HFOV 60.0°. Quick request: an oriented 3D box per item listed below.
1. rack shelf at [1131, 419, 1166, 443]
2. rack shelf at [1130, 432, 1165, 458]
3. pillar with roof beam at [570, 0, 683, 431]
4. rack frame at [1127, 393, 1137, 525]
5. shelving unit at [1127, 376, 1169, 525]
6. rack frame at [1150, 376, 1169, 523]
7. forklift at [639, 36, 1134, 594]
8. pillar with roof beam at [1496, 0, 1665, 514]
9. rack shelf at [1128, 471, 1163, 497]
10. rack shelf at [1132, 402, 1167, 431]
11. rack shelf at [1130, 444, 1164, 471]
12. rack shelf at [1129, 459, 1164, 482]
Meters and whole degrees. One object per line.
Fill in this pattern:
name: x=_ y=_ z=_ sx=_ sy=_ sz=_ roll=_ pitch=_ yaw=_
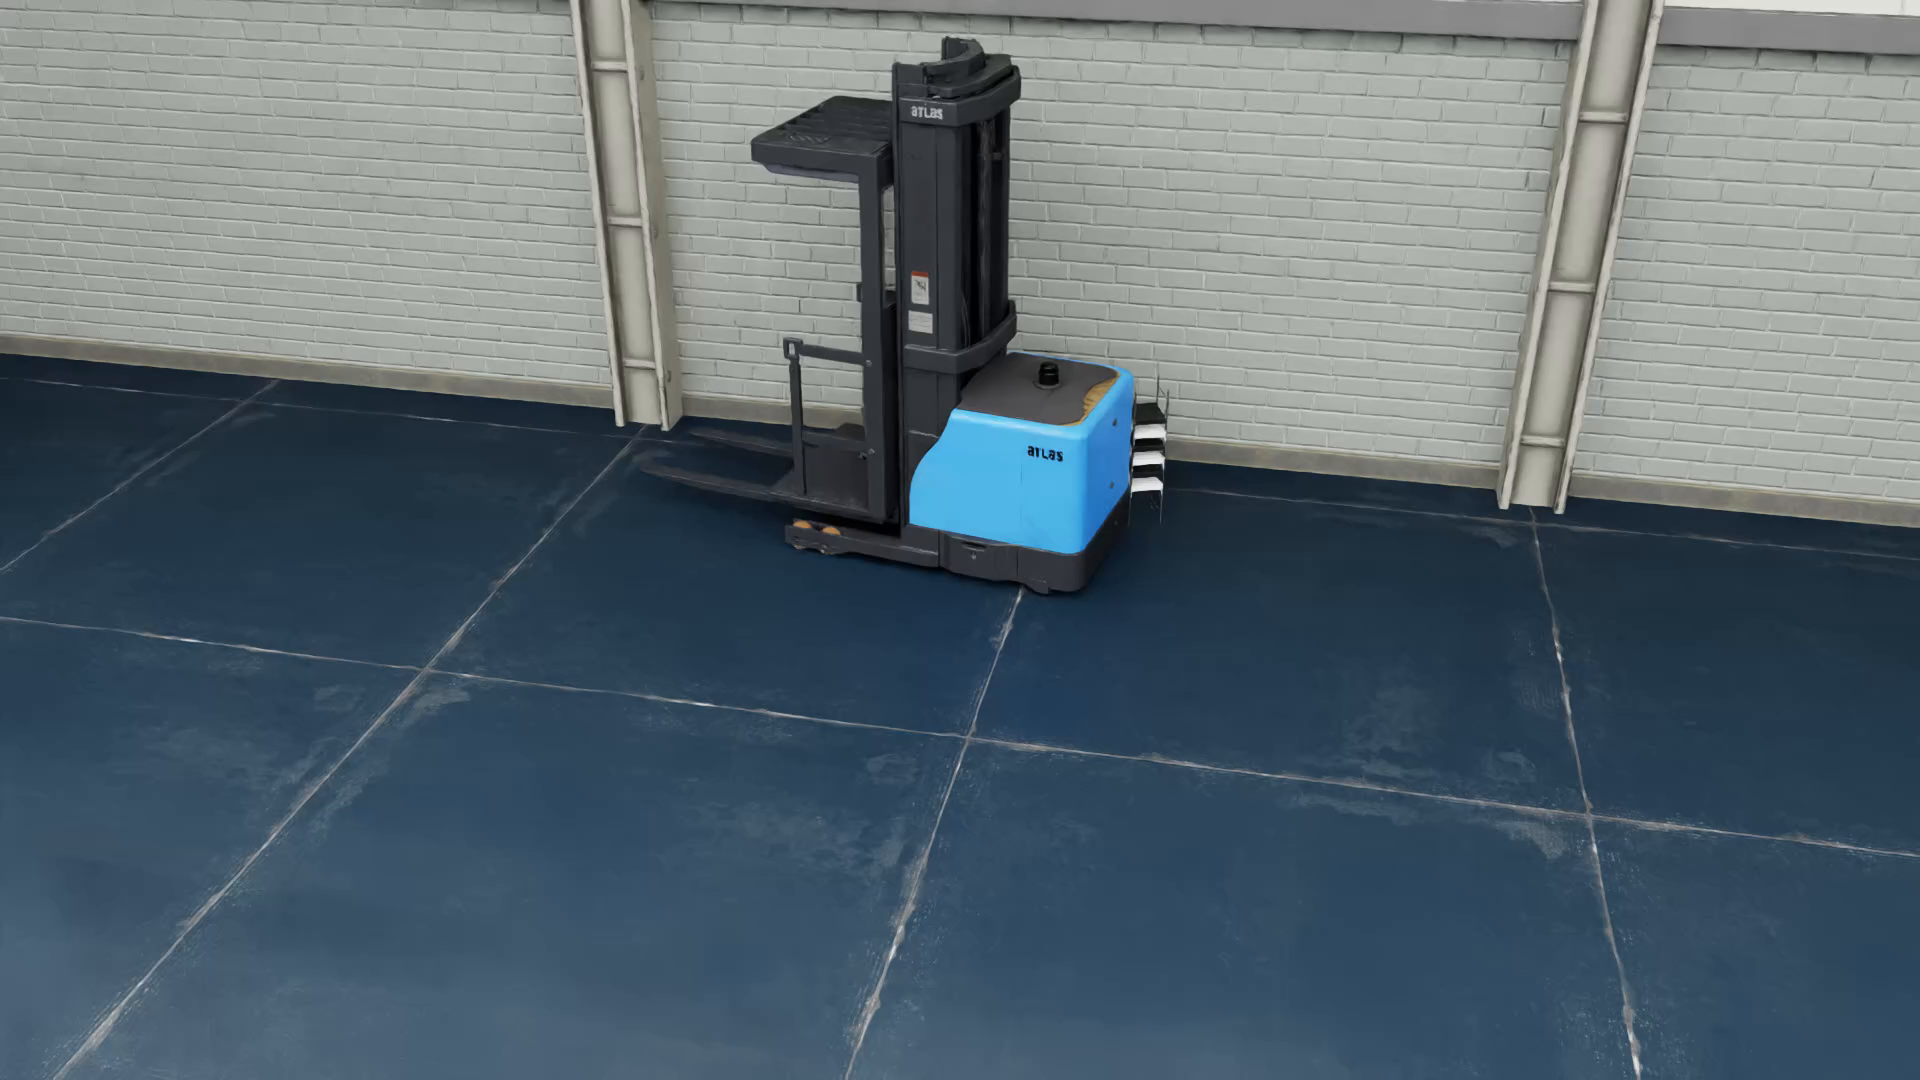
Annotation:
rack shelf: x=1.138 y=-0.680 z=10.249 sx=0.200 sy=0.077 sz=0.258 roll=-5 pitch=29 yaw=-9
rack shelf: x=1.138 y=-0.601 z=10.293 sx=0.200 sy=0.077 sz=0.258 roll=-5 pitch=29 yaw=-9
pillar with roof beam: x=-3.098 y=-2.781 z=5.959 sx=0.400 sy=9.000 sz=9.100 roll=6 pitch=29 yaw=11
rack frame: x=1.038 y=-0.543 z=10.305 sx=0.006 sy=0.900 sz=0.240 roll=-5 pitch=29 yaw=-9
shelving unit: x=1.138 y=-0.551 z=10.320 sx=0.210 sy=0.900 sz=0.258 roll=-5 pitch=29 yaw=-9
rack frame: x=1.239 y=-0.560 z=10.335 sx=0.006 sy=0.900 sz=0.240 roll=-5 pitch=29 yaw=-9
forklift: x=-0.522 y=-1.418 z=9.787 sx=3.031 sy=2.935 sz=1.130 roll=11 pitch=31 yaw=19
pillar with roof beam: x=2.769 y=-2.179 z=4.860 sx=0.400 sy=9.000 sz=9.100 roll=6 pitch=29 yaw=11
rack shelf: x=1.138 y=-0.364 z=10.422 sx=0.200 sy=0.077 sz=0.258 roll=-5 pitch=29 yaw=-9
rack shelf: x=1.138 y=-0.759 z=10.206 sx=0.200 sy=0.077 sz=0.258 roll=-5 pitch=29 yaw=-9
rack shelf: x=1.138 y=-0.522 z=10.336 sx=0.200 sy=0.077 sz=0.258 roll=-5 pitch=29 yaw=-9
rack shelf: x=1.138 y=-0.443 z=10.379 sx=0.200 sy=0.077 sz=0.258 roll=-5 pitch=29 yaw=-9
